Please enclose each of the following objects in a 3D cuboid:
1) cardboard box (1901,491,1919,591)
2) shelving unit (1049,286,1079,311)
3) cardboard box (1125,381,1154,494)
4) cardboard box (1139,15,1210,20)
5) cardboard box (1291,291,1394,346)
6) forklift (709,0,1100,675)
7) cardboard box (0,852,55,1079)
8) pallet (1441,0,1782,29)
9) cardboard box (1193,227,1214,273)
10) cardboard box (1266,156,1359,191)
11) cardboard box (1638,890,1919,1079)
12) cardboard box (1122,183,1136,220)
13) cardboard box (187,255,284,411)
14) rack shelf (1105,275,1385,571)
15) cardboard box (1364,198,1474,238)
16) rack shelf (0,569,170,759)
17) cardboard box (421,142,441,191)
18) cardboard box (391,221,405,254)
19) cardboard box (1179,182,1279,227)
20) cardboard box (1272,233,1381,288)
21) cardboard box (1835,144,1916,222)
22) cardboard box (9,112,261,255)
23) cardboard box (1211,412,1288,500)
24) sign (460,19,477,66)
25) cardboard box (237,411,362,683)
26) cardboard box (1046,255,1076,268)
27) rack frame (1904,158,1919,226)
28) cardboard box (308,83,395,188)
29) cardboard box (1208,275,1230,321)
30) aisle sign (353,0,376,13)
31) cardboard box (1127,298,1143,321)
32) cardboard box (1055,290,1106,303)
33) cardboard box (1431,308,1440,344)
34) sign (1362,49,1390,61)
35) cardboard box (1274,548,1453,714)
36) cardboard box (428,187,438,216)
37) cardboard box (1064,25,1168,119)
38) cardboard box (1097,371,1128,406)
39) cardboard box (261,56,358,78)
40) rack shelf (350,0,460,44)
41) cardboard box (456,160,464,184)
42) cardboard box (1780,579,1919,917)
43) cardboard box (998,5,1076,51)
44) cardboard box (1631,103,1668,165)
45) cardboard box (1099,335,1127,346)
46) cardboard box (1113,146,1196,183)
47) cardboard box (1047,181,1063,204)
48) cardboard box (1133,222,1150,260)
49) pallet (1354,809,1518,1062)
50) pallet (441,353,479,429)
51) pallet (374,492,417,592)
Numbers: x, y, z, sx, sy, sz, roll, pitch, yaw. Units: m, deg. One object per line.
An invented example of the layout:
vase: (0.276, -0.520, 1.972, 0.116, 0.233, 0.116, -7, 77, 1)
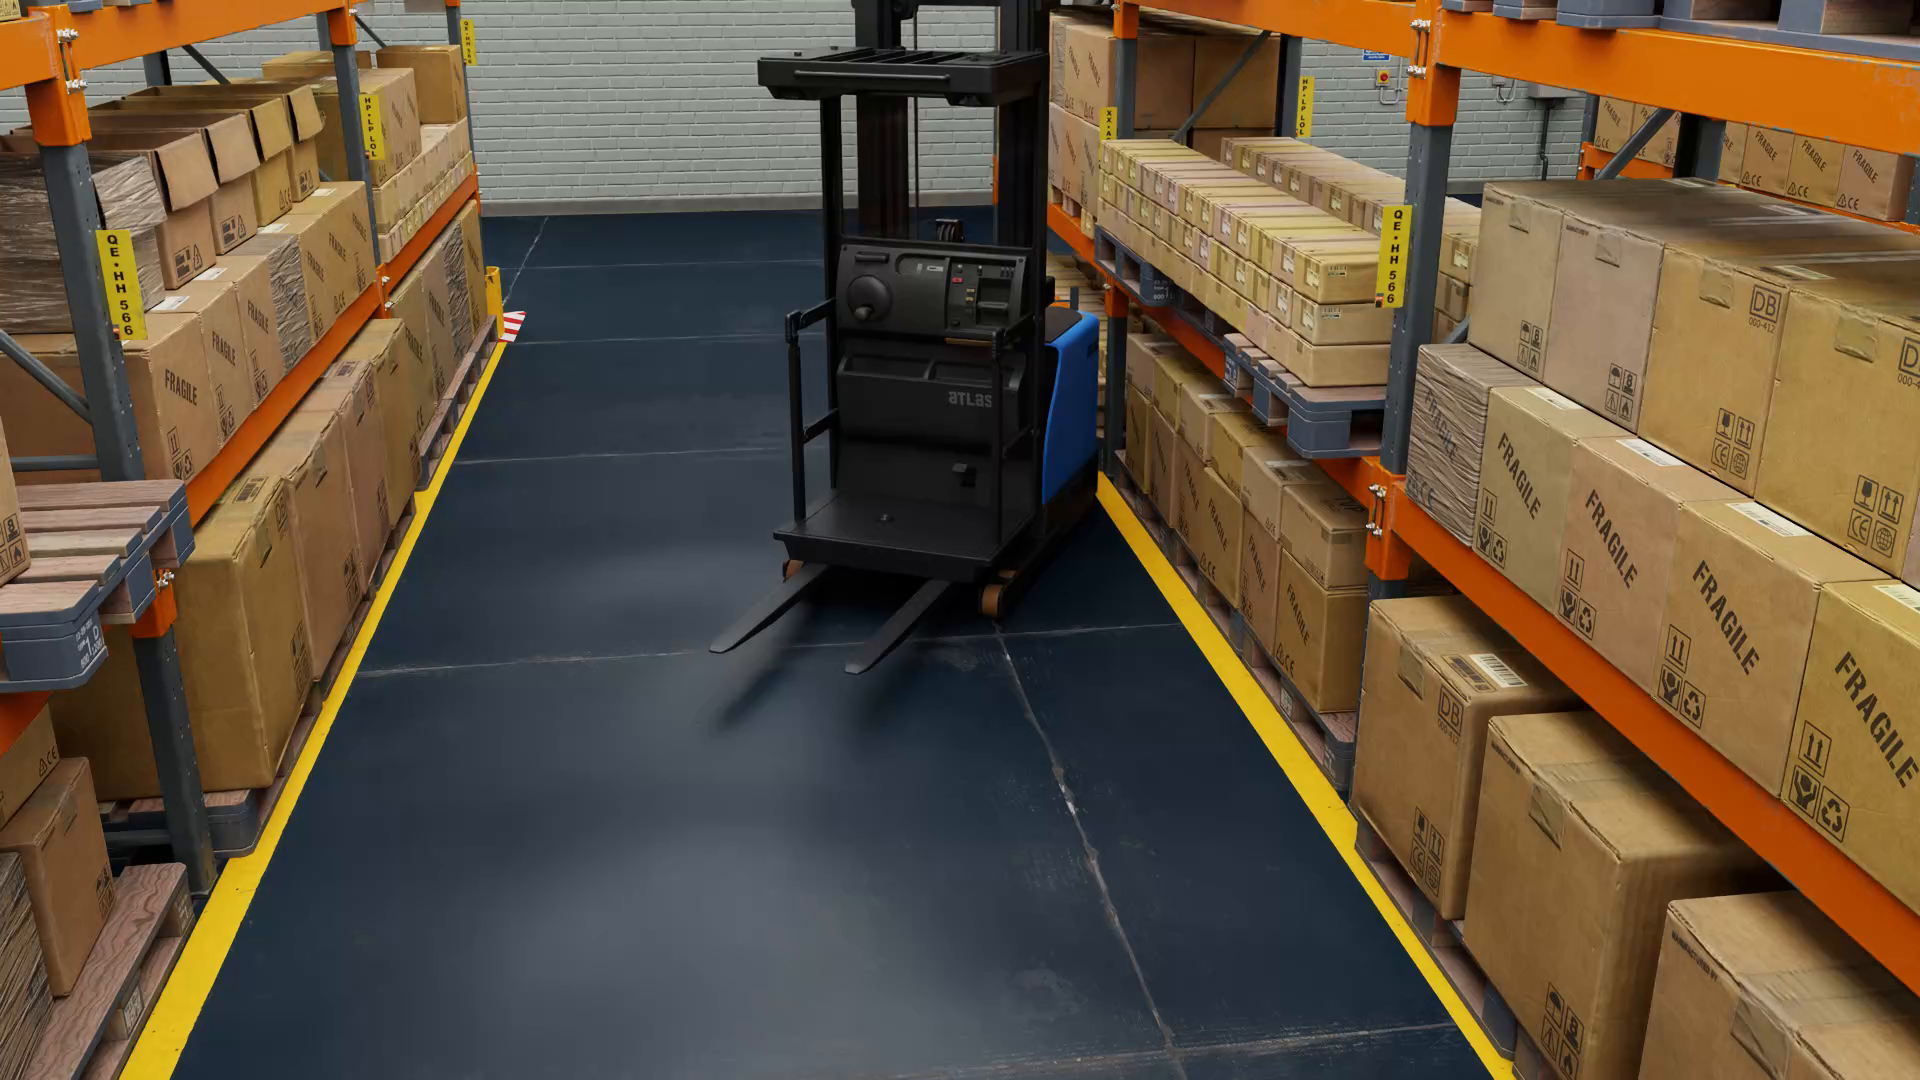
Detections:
cardboard box: (2.271, -0.082, 3.076, 0.700, 0.500, 0.500, -3, 21, -7)
shelving unit: (0.322, -1.050, 9.919, 0.538, 1.125, 1.048, -4, 21, -10)
cardboard box: (1.188, -0.568, 8.923, 0.500, 0.500, 0.500, -2, 21, -6)
cardboard box: (1.315, -3.167, 10.913, 0.500, 0.500, 0.500, -4, 21, -10)
cardboard box: (1.398, -0.793, 5.887, 0.380, 0.149, 0.250, -2, 21, -7)
forklift: (-0.212, -1.167, 7.651, 1.130, 2.935, 3.031, 7, 22, 18)
cardboard box: (-2.794, 1.176, 4.225, 0.700, 0.500, 0.500, -5, 21, -12)
pallet: (2.066, -1.523, 4.491, 1.213, 0.211, 1.003, -2, 21, -5)
cardboard box: (1.210, -1.240, 7.082, 0.380, 0.149, 0.250, -2, 21, -6)
cardboard box: (1.708, -1.767, 8.069, 0.380, 0.149, 0.250, -3, 21, -8)
cardboard box: (2.183, 1.271, 3.642, 1.050, 0.750, 0.750, -3, 21, -8)
cardboard box: (1.022, -1.692, 8.292, 0.380, 0.149, 0.250, -2, 21, -6)
cardboard box: (-2.957, -0.796, 6.418, 0.500, 0.500, 0.500, -3, 21, -9)
rack shelf: (1.632, -0.782, 7.552, 1.077, 0.370, 4.000, -3, 21, -8)
cardboard box: (1.894, -1.318, 6.866, 0.380, 0.149, 0.250, -2, 21, -5)
rack shelf: (-2.714, 0.818, 3.268, 1.077, 0.370, 4.000, -3, 21, -8)
cardboard box: (-3.598, -2.364, 10.548, 0.500, 0.250, 0.500, -3, 21, -8)
cardboard box: (-3.331, -1.689, 9.311, 0.380, 0.149, 0.250, -4, 21, -10)
cardboard box: (1.175, -1.469, 7.271, 0.380, 0.149, 0.250, -2, 21, -6)
cardboard box: (1.362, -1.018, 6.064, 0.380, 0.149, 0.250, -3, 21, -8)
cardboard box: (5.908, -2.291, 10.420, 0.500, 0.500, 0.500, -3, 21, -7)
cardboard box: (-3.286, -1.440, 6.708, 0.797, 0.503, 0.637, -2, 21, -6)
cardboard box: (1.421, -0.379, 7.343, 0.500, 0.250, 0.500, -2, 21, -6)
sign: (-3.617, -3.658, 12.228, 0.100, 0.325, 0.005, -3, 21, -8)
cardboard box: (-3.202, 0.038, 6.764, 1.225, 0.875, 0.875, -3, 21, -8)
cardboard box: (0.665, -2.049, 12.538, 0.380, 0.149, 0.250, -3, 21, -7)
rack frame: (6.227, -2.096, 10.042, 1.000, 3.000, 0.127, -3, 21, -8)
cardboard box: (-3.395, -2.196, 9.025, 0.500, 0.500, 0.500, -3, 21, -8)
cardboard box: (1.250, -1.008, 6.887, 0.380, 0.149, 0.250, -4, 21, -10)
aisle sign: (-4.463, -4.209, 11.983, 0.394, 0.787, 0.004, -3, 21, -8)
cardboard box: (1.296, -1.536, 11.167, 0.380, 0.149, 0.250, -4, 21, -10)
cardboard box: (0.847, -1.601, 11.340, 0.380, 0.149, 0.250, -3, 21, -8)
cardboard box: (1.978, -0.857, 6.483, 0.380, 0.149, 0.250, -2, 21, -5)
sign: (4.758, -5.578, 18.977, 0.327, 0.218, 0.001, -3, 21, -8)
cardboard box: (1.567, 0.333, 6.511, 0.500, 0.500, 0.500, -3, 21, -8)
cardboard box: (-3.519, -2.138, 10.512, 0.380, 0.149, 0.250, -4, 21, -9)
cardboard box: (0.928, -2.794, 9.913, 0.500, 0.500, 0.500, -4, 21, -9)
cardboard box: (0.984, -0.905, 9.902, 0.380, 0.149, 0.250, -3, 21, -7)
cardboard box: (-4.201, -2.870, 10.831, 0.500, 0.500, 0.500, -3, 21, -9)
rack shelf: (-3.867, -3.357, 10.159, 1.077, 0.370, 4.000, -3, 21, -8)
cardboard box: (-3.704, -2.580, 11.696, 0.380, 0.149, 0.250, -3, 21, -8)
cardboard box: (2.011, 0.394, 3.231, 0.500, 0.500, 0.500, -3, 21, -7)
cardboard box: (0.569, -3.683, 12.292, 0.500, 0.500, 0.500, -3, 21, -8)
cardboard box: (5.536, -3.174, 12.784, 0.500, 0.500, 0.500, -3, 21, -9)
cardboard box: (0.959, -1.148, 10.127, 0.380, 0.149, 0.250, -3, 21, -7)
cardboard box: (0.992, -1.914, 8.461, 0.380, 0.149, 0.250, -2, 21, -6)
cardboard box: (0.774, -2.319, 10.997, 0.380, 0.149, 0.250, -3, 21, -7)
cardboard box: (1.058, -1.462, 8.102, 0.380, 0.149, 0.250, -3, 21, -7)
pallet: (1.959, 1.156, 5.319, 1.003, 0.211, 1.213, -3, 21, -8)
pallet: (-3.790, -0.981, 11.041, 1.003, 0.211, 1.213, -3, 21, -8)
pallet: (-3.393, -0.027, 8.487, 1.003, 0.211, 1.213, -3, 21, -8)
